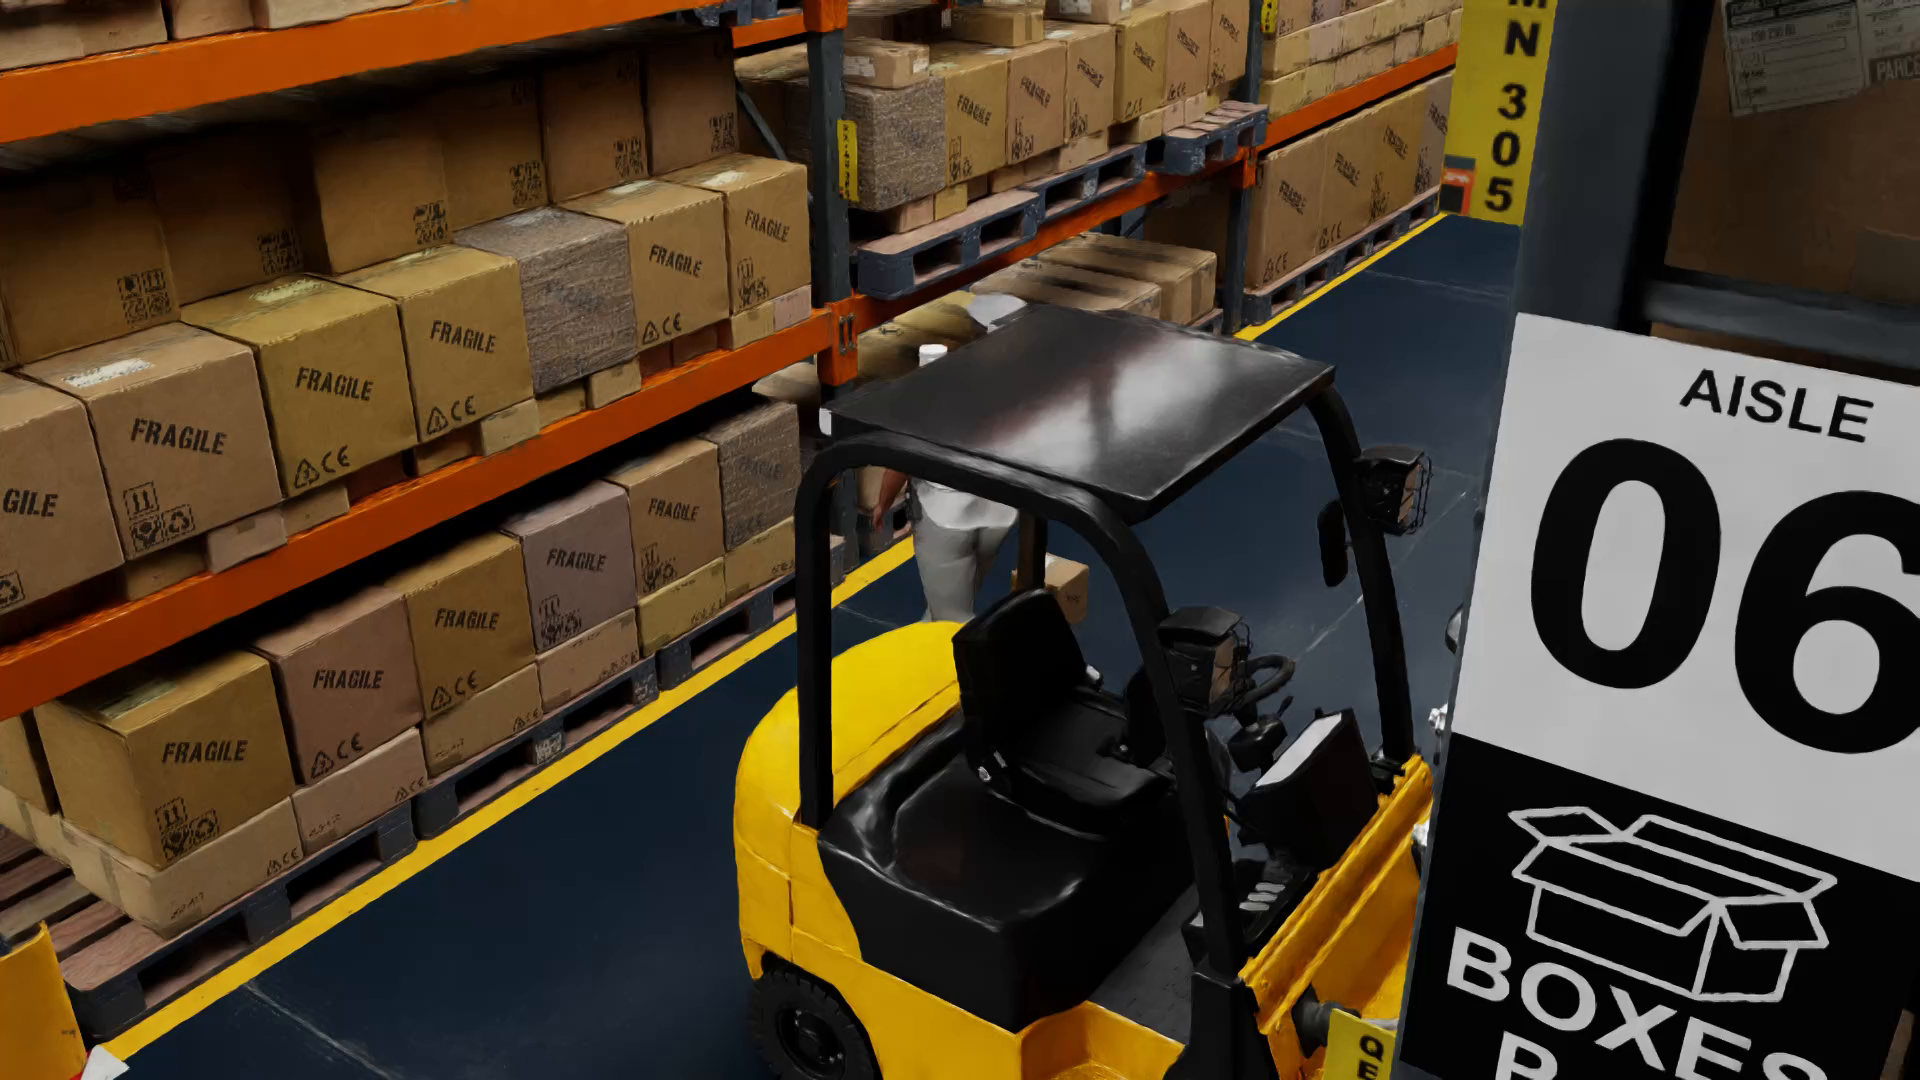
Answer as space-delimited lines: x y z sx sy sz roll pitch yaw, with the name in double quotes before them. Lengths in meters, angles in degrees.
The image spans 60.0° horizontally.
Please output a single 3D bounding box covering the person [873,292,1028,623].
"person" -0.001 -0.095 6.325 0.580 1.723 0.725 -16 31 -29
